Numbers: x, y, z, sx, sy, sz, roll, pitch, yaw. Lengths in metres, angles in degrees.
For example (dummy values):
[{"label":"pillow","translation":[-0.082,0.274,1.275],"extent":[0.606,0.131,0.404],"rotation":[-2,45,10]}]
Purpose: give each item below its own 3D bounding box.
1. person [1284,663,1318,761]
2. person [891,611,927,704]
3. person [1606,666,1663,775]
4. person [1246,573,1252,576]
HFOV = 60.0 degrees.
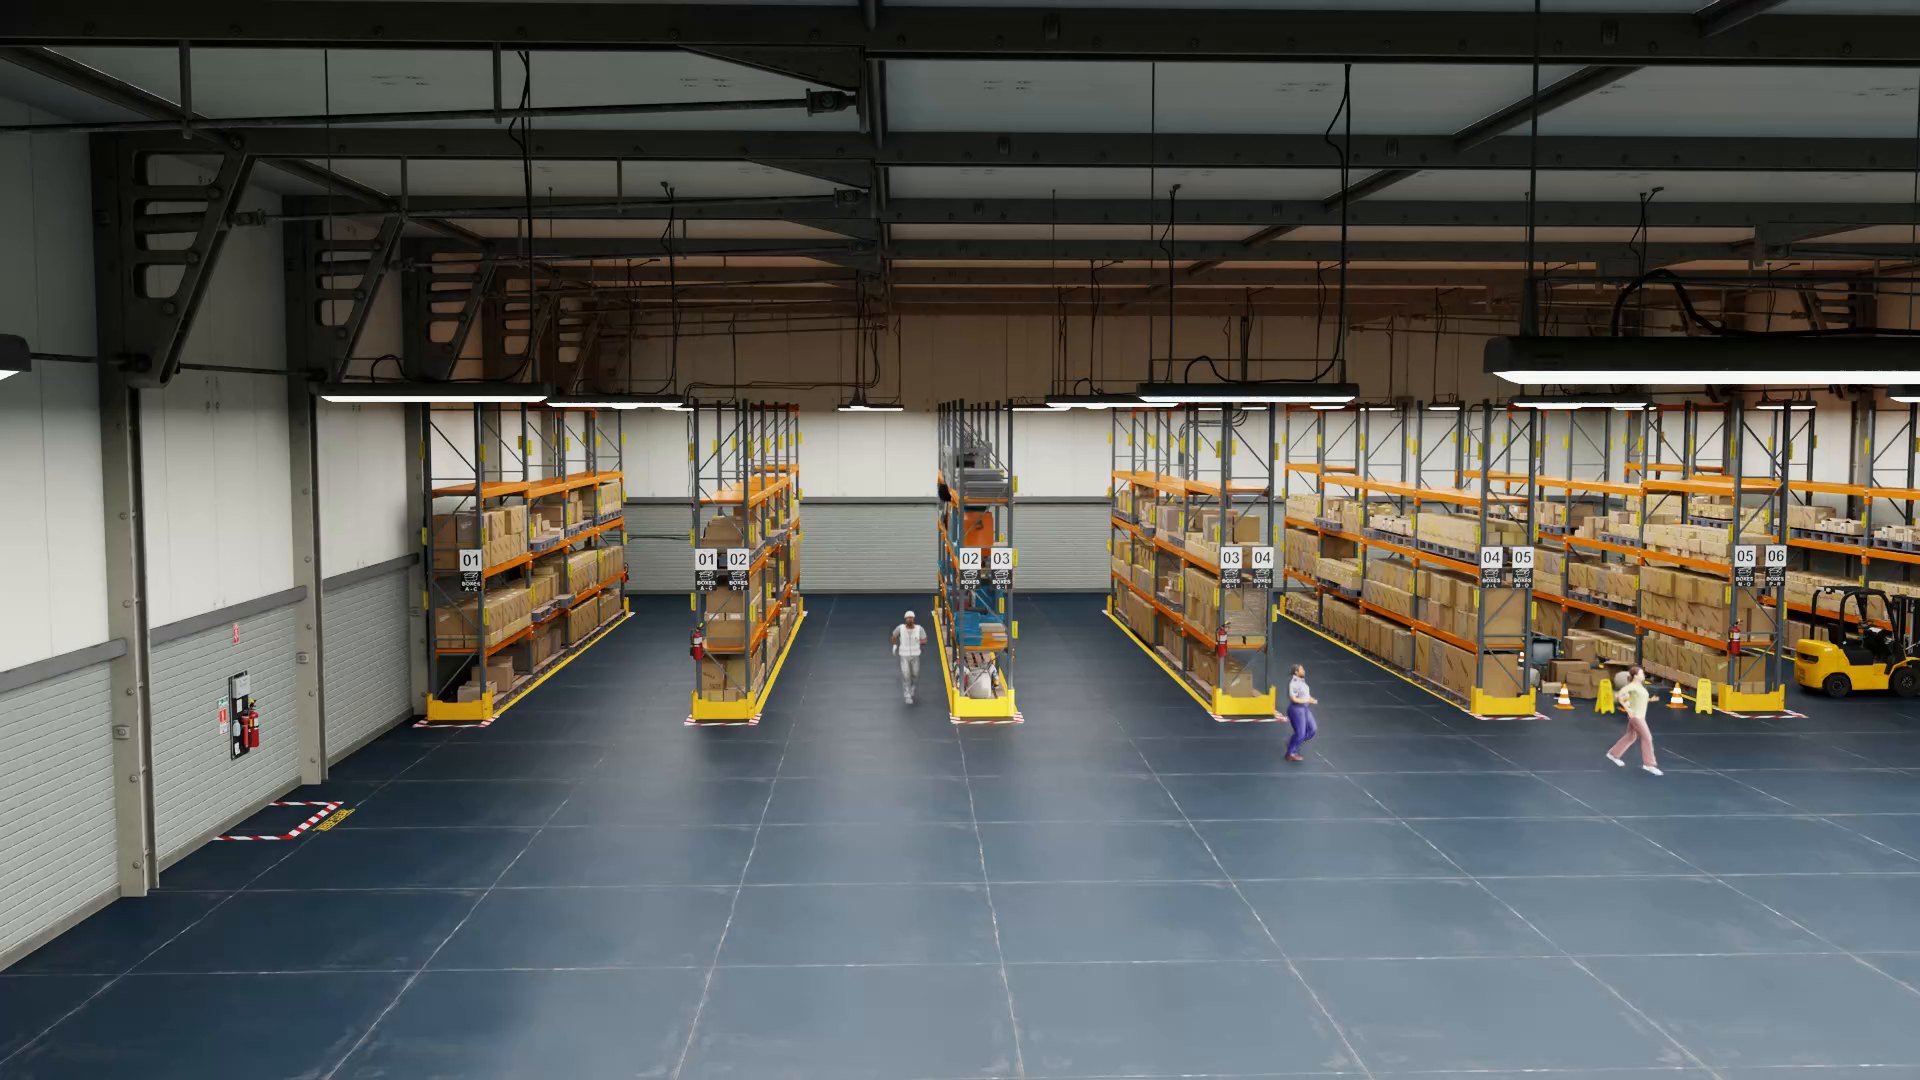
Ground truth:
[{"label":"person","translation":[5.639,2.832,27.383],"extent":[0.559,1.607,0.585],"rotation":[2,5,26]},{"label":"person","translation":[-0.991,2.295,32.987],"extent":[0.679,1.776,0.986],"rotation":[-1,4,-10]},{"label":"person","translation":[10.786,2.854,26.541],"extent":[0.895,1.697,0.562],"rotation":[3,5,32]},{"label":"person","translation":[8.032,1.246,47.668],"extent":[0.713,1.700,0.594],"rotation":[3,5,33]}]
